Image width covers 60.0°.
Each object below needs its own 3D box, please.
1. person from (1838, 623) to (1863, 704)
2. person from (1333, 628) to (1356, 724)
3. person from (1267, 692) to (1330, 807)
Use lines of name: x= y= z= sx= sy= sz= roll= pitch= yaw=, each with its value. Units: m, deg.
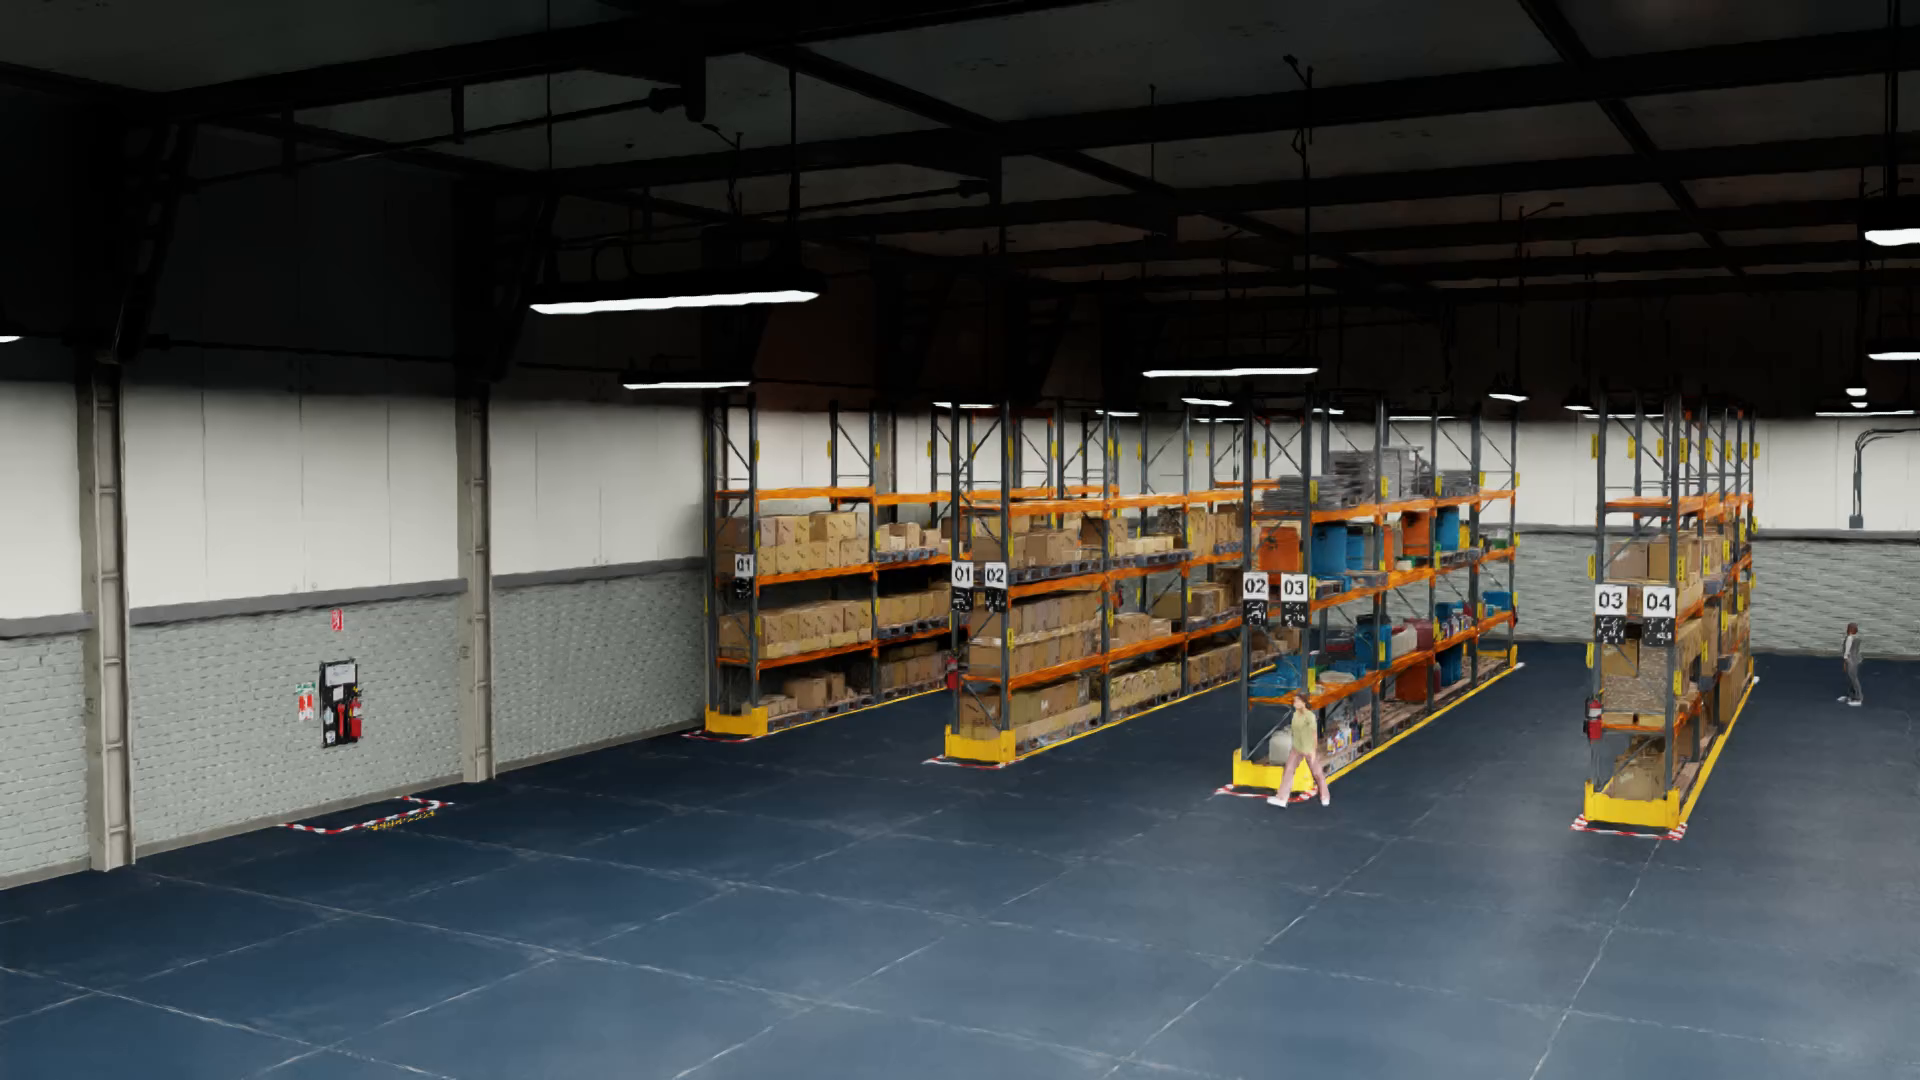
person: x=17.582 y=2.420 z=32.798 sx=0.527 sy=1.587 sz=0.540 roll=-3 pitch=4 yaw=-41
person: x=6.755 y=2.375 z=29.128 sx=0.550 sy=1.652 sz=0.655 roll=2 pitch=4 yaw=37
person: x=4.796 y=2.928 z=23.280 sx=0.932 sy=1.623 sz=0.482 roll=-2 pitch=4 yaw=-33
